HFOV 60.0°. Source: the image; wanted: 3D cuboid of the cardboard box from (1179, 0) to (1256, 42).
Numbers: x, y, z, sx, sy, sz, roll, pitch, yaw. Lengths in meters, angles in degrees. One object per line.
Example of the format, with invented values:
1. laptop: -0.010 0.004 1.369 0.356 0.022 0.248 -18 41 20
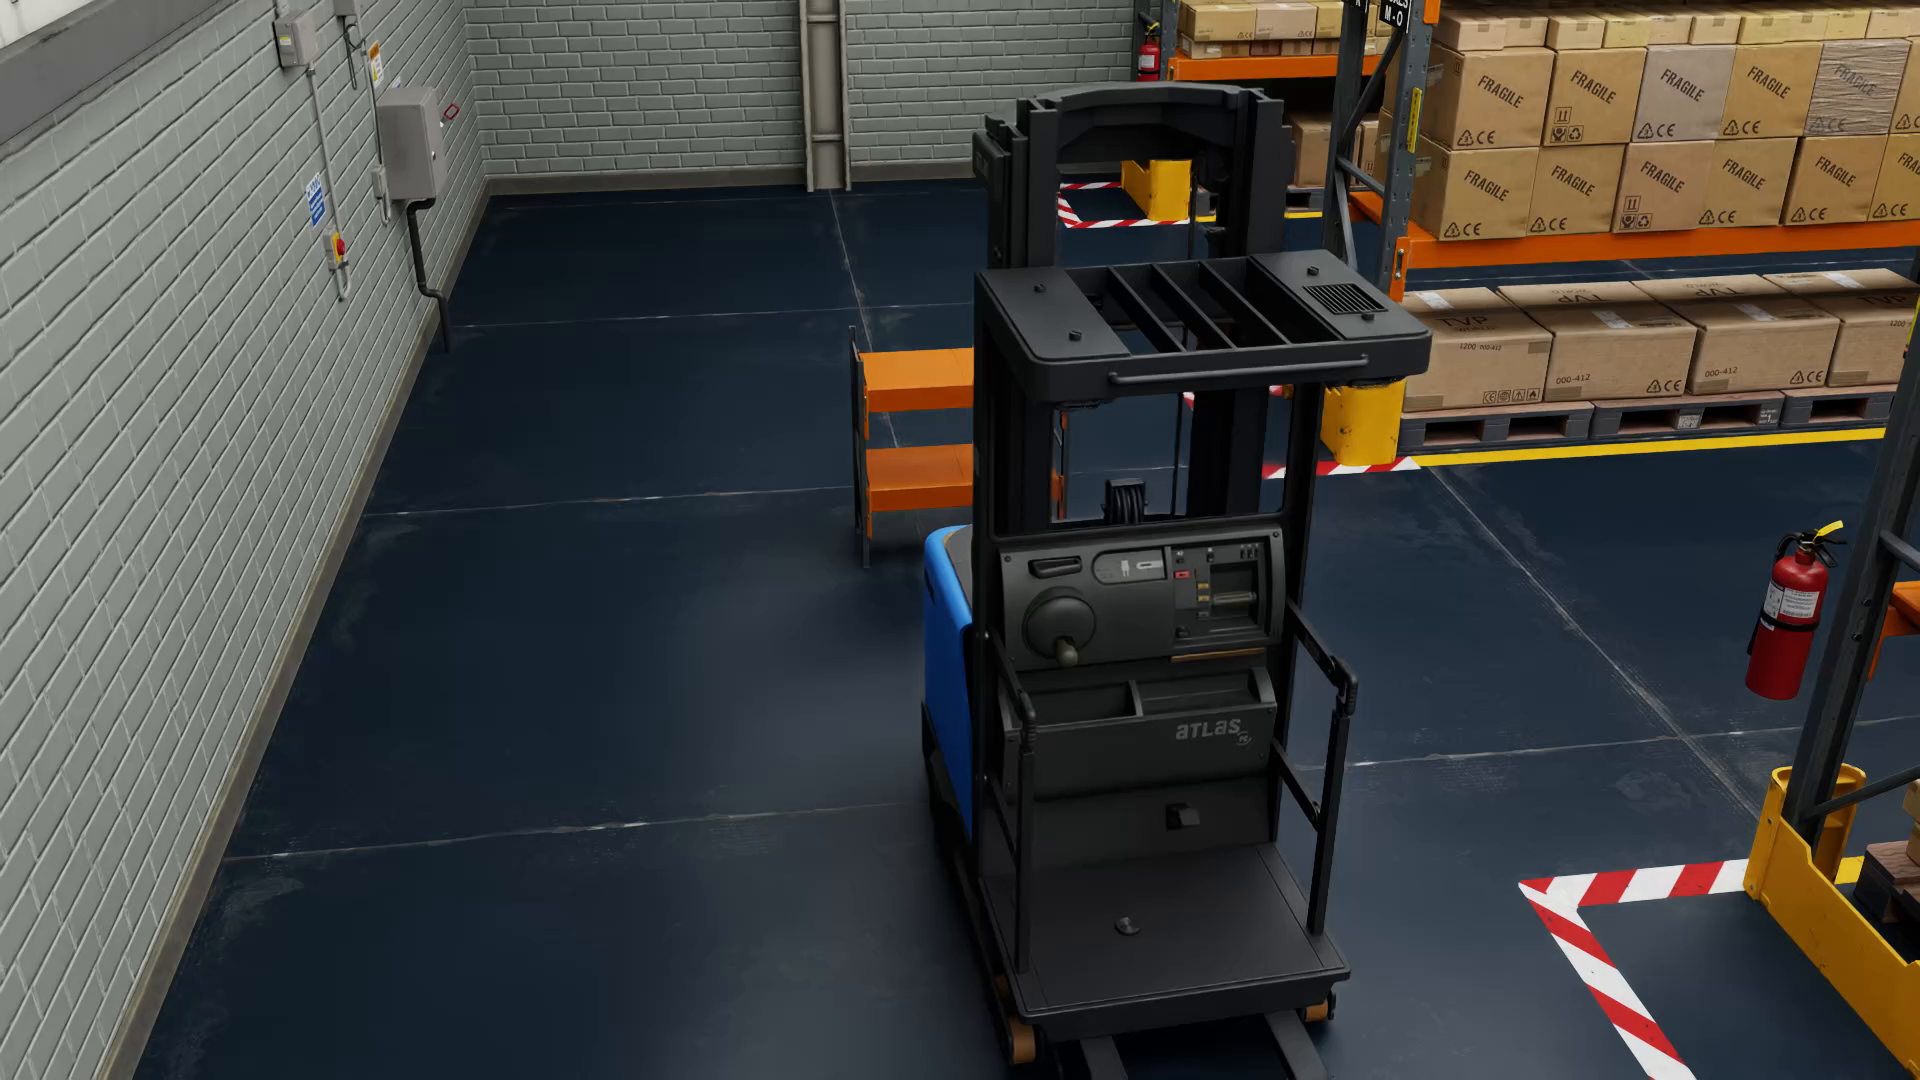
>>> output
1. cardboard box: 2.099 -4.248 13.581 0.500 0.250 0.500 -4 27 -7

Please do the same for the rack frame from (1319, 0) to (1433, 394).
1. rack frame: 2.307 -2.031 9.423 0.127 3.000 1.000 -4 27 -7

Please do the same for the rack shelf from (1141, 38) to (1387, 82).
1. rack shelf: 3.592 -4.082 14.208 4.000 0.370 1.077 -4 27 -7

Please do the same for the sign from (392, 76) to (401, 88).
1. sign: -3.695 -2.789 11.004 0.001 0.494 0.329 -4 27 -7

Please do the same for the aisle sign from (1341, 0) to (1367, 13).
1. aisle sign: 2.193 -3.324 9.094 0.004 0.787 0.394 -4 27 -7

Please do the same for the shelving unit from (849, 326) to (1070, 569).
1. shelving unit: -0.007 -0.500 8.492 1.048 1.125 0.538 -4 27 -7

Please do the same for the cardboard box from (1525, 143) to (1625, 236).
1. cardboard box: 3.319 -2.021 9.294 0.500 0.500 0.500 -4 27 -8

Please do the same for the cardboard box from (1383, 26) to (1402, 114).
1. cardboard box: 2.751 -2.659 9.442 0.500 0.500 0.500 -3 27 -5

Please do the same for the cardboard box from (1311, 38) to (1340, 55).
1. cardboard box: 2.997 -4.137 13.803 0.250 0.149 0.380 -3 27 -6

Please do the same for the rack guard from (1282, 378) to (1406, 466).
1. rack guard: 2.283 -0.918 9.991 0.348 0.500 1.175 -4 27 -7

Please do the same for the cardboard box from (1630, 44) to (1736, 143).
1. cardboard box: 3.841 -2.495 9.121 0.500 0.500 0.500 -4 27 -8

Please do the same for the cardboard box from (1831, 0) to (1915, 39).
1. cardboard box: 4.992 -2.865 9.132 0.250 0.149 0.380 -4 27 -8

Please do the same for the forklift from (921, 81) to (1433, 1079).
1. forklift: 0.630 0.220 5.111 1.130 2.935 3.031 -5 28 -10

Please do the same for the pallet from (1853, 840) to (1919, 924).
1. pallet: 3.981 1.400 5.790 1.213 0.211 1.003 -4 27 -7

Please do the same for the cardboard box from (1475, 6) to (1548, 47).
1. cardboard box: 2.947 -2.756 8.919 0.250 0.149 0.380 -3 27 -6

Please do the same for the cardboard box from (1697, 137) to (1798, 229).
1. cardboard box: 4.319 -2.085 9.418 0.500 0.500 0.500 -3 27 -5

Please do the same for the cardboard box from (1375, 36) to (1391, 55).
1. cardboard box: 3.516 -4.146 13.819 0.250 0.149 0.380 -3 27 -6

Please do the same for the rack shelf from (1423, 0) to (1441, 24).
1. rack shelf: 4.288 -3.173 9.150 4.000 0.370 1.077 -4 27 -7

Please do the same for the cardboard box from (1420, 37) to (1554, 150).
1. cardboard box: 2.822 -2.422 8.981 0.500 0.500 0.500 -4 27 -8

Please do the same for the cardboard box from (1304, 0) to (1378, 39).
1. cardboard box: 3.099 -4.314 13.709 0.500 0.250 0.500 -4 27 -8

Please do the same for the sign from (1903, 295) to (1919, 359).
1. sign: 3.039 -0.708 5.229 0.005 0.325 0.100 -4 27 -7

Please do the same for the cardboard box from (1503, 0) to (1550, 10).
1. cardboard box: 3.126 -3.004 9.404 0.250 0.149 0.380 -4 27 -8

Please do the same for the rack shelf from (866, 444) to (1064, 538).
1. rack shelf: -0.007 -0.282 8.604 1.000 0.278 0.538 -4 27 -7

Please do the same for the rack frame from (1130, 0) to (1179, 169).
1. rack frame: 1.612 -4.275 13.796 0.127 3.000 1.000 -4 27 -7

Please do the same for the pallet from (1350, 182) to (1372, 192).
1. pallet: 3.682 -3.166 14.690 1.213 0.211 1.003 -4 27 -7

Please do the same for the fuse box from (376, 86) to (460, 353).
1. fuse box: -3.422 -2.048 10.867 0.414 1.711 0.539 -4 27 -7

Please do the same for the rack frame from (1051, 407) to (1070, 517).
1. rack frame: 0.497 -0.532 8.555 0.032 1.125 0.500 -4 27 -7

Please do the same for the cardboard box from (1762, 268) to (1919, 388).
1. cardboard box: 5.631 -1.341 10.425 0.875 0.438 0.875 -4 27 -8

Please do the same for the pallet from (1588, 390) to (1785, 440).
1. pallet: 4.293 -0.953 10.376 1.213 0.211 1.003 -4 27 -7

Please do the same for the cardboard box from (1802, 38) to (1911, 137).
1. cardboard box: 4.833 -2.555 9.239 0.500 0.500 0.500 -3 27 -6

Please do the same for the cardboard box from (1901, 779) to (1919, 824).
1. cardboard box: 3.580 0.987 5.878 0.250 0.149 0.380 -4 27 -8

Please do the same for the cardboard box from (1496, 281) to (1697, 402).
1. cardboard box: 3.852 -1.227 10.203 0.875 0.438 0.875 -3 27 -6

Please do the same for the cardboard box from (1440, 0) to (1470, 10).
1. cardboard box: 2.635 -2.923 9.245 0.250 0.149 0.380 -3 27 -6

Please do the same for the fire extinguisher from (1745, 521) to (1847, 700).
1. fire extinguisher: 2.783 0.208 5.553 0.183 0.674 0.296 -4 27 -7

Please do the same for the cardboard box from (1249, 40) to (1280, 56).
1. cardboard box: 2.476 -4.130 13.788 0.250 0.149 0.380 -4 27 -8

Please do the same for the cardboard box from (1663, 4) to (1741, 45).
1. cardboard box: 3.984 -2.783 8.972 0.250 0.149 0.380 -3 27 -7

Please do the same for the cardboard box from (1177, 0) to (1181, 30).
1. cardboard box: 2.030 -4.490 14.053 0.500 0.250 0.500 -3 27 -6

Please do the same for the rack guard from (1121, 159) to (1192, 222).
1. rack guard: 1.687 -3.168 14.376 0.348 0.500 1.175 -4 27 -7

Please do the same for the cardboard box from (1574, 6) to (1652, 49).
1. cardboard box: 3.478 -2.745 8.899 0.250 0.149 0.380 -5 28 -9

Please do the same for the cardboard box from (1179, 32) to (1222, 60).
1. cardboard box: 1.976 -4.060 13.652 0.250 0.149 0.380 -4 27 -8

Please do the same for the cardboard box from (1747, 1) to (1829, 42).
1. cardboard box: 4.491 -2.825 9.055 0.250 0.149 0.380 -4 27 -7

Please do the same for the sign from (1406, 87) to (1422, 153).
1. sign: 2.378 -2.200 8.718 0.005 0.325 0.100 -4 27 -7

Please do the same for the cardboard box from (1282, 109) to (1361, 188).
1. cardboard box: 3.083 -3.383 14.335 0.500 0.500 0.700 -3 27 -5

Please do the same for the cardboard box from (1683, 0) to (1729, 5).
1. cardboard box: 4.153 -3.037 9.467 0.250 0.149 0.380 -3 27 -5

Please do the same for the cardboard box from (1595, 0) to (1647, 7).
1. cardboard box: 3.650 -2.986 9.369 0.250 0.149 0.380 -4 27 -8

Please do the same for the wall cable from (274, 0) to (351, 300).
1. wall cable: -3.273 -2.128 8.464 0.123 1.953 0.585 -4 27 -7

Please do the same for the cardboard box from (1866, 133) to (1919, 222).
1. cardboard box: 5.336 -2.150 9.545 0.500 0.500 0.500 -4 27 -8
